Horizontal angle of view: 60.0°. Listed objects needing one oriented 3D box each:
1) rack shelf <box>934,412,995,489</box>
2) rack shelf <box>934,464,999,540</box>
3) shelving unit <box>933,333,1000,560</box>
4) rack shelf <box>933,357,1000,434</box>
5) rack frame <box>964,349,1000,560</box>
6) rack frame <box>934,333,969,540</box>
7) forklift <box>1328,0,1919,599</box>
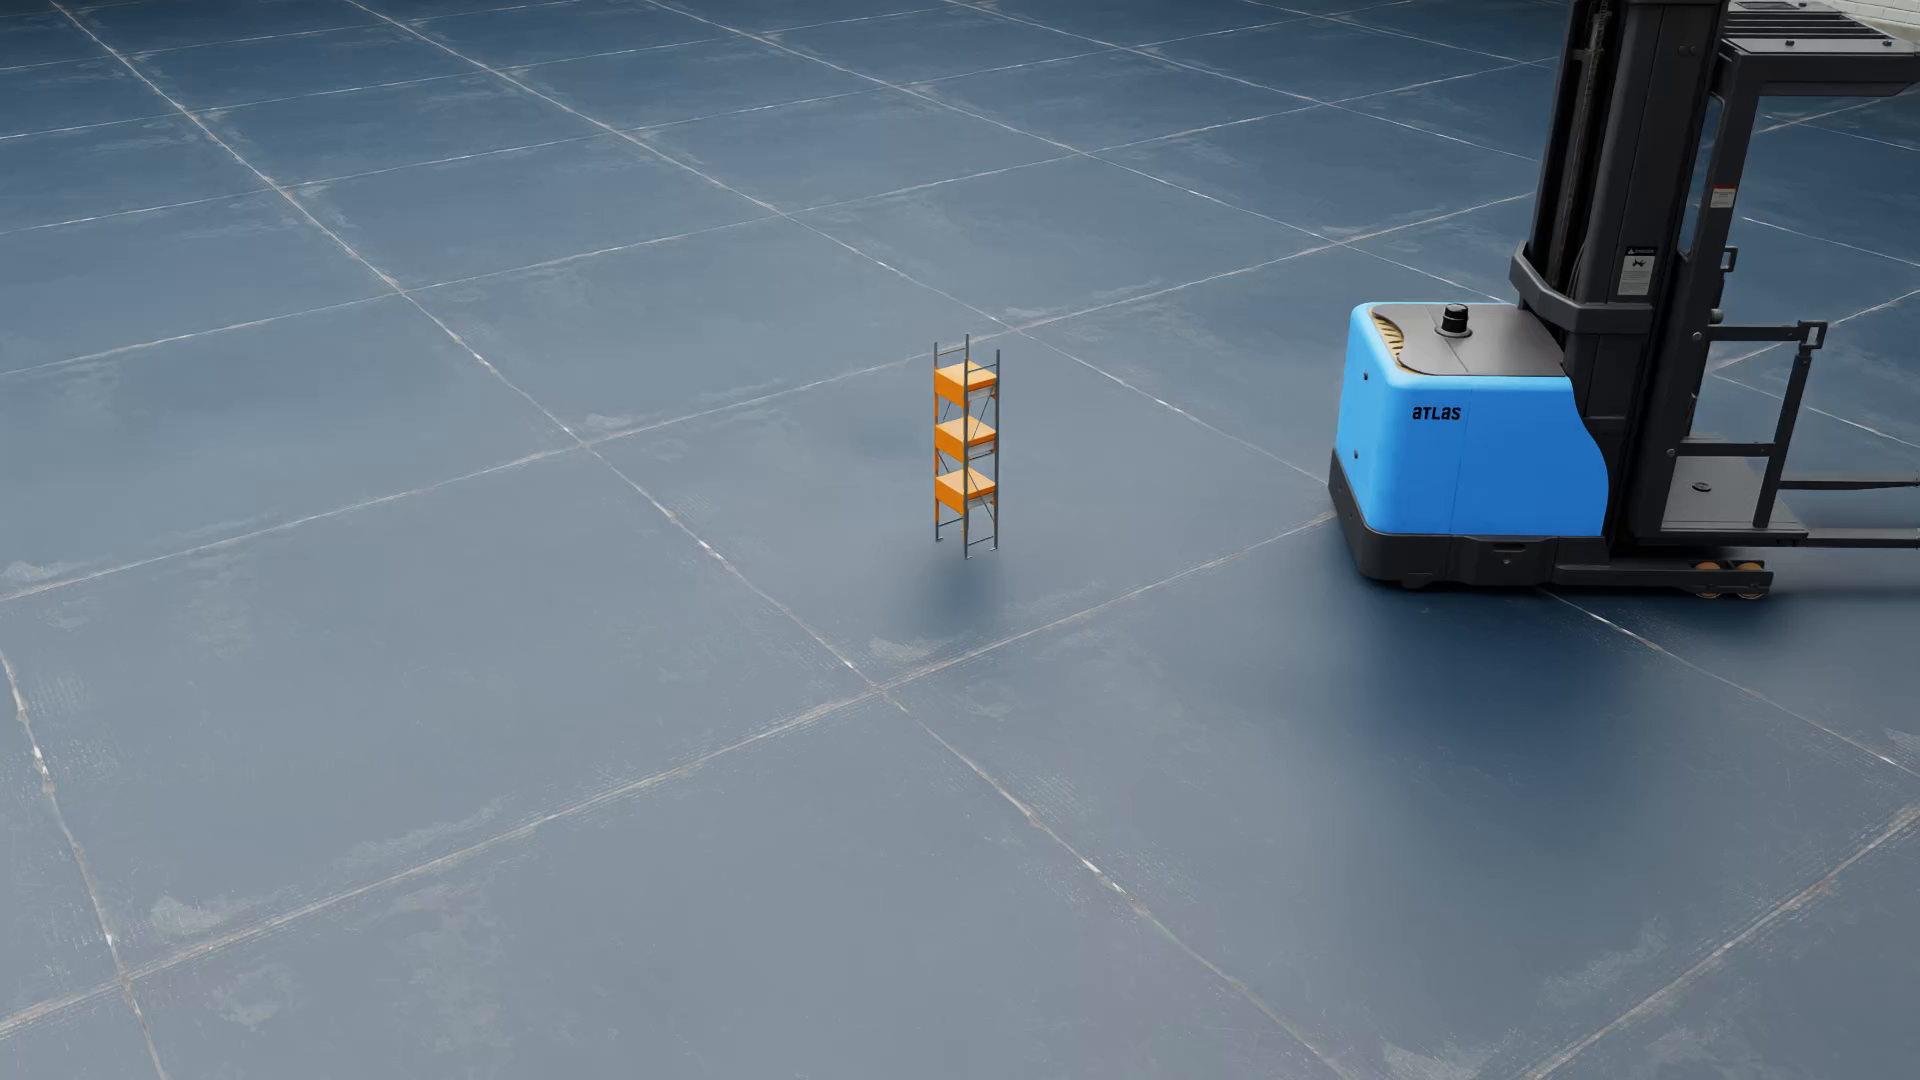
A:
[{"bbox_3d":[0.031,-0.431,7.966,0.215,0.259,0.240,-19,34,-31],"label":"rack shelf"},{"bbox_3d":[0.031,-0.187,8.099,0.215,0.259,0.240,-19,34,-31],"label":"rack shelf"},{"bbox_3d":[0.031,-0.441,7.961,0.215,1.050,0.252,-19,34,-31],"label":"shelving unit"},{"bbox_3d":[0.031,-0.681,7.831,0.215,0.259,0.240,-19,34,-31],"label":"rack shelf"},{"bbox_3d":[0.102,-0.393,7.874,0.200,1.050,0.008,-19,34,-31],"label":"rack frame"},{"bbox_3d":[-0.040,-0.488,8.048,0.200,1.050,0.008,-19,34,-31],"label":"rack frame"},{"bbox_3d":[3.405,-1.271,7.519,3.031,2.935,1.130,1,29,1],"label":"forklift"}]
